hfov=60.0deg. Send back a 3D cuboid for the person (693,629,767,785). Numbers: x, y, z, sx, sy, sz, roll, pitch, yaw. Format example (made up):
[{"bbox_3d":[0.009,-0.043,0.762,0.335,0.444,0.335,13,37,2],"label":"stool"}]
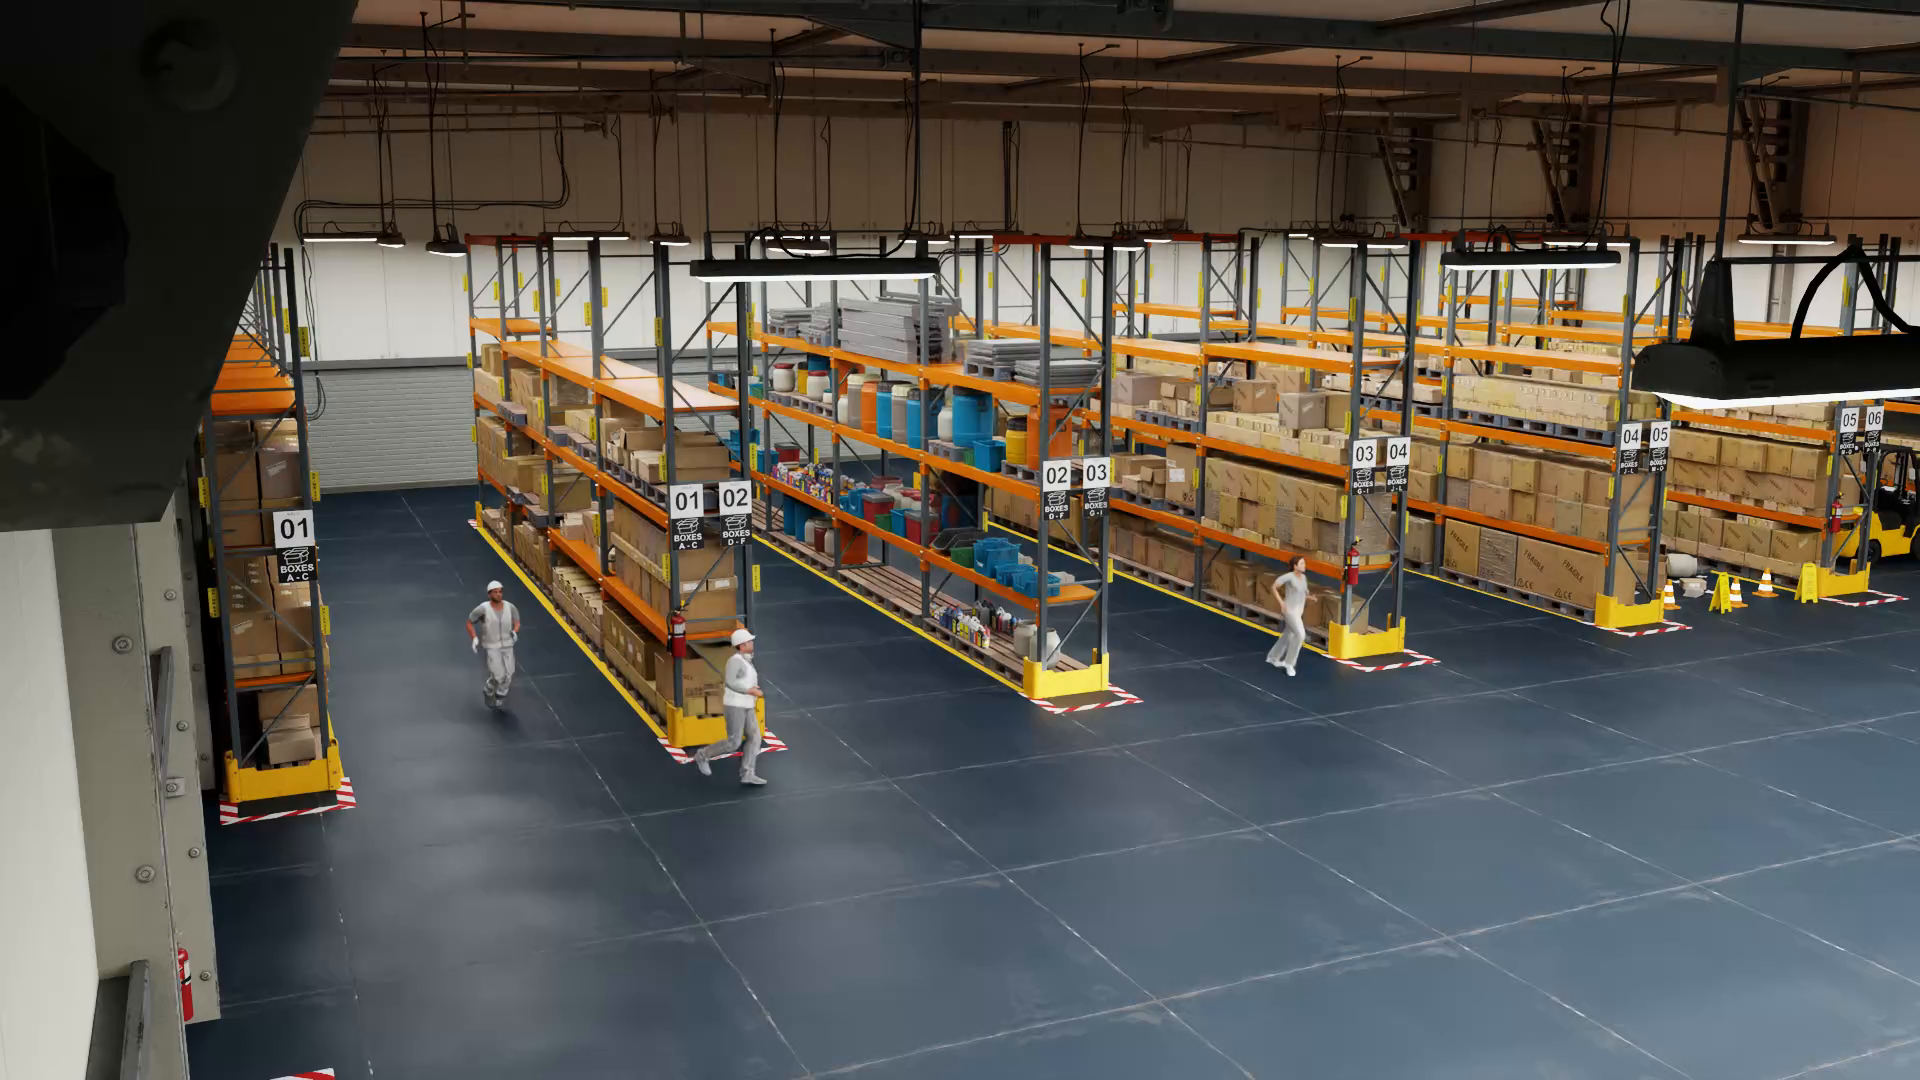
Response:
[{"bbox_3d":[-2.566,1.876,19.001,0.858,1.723,0.693,2,11,10],"label":"person"}]

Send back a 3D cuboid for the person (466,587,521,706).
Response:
[{"bbox_3d":[-5.918,1.386,21.346,0.653,1.644,0.544,-8,14,-36],"label":"person"}]

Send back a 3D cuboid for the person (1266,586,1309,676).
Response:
[{"bbox_3d":[4.631,1.260,23.514,0.666,1.260,0.432,10,15,43],"label":"person"}]
